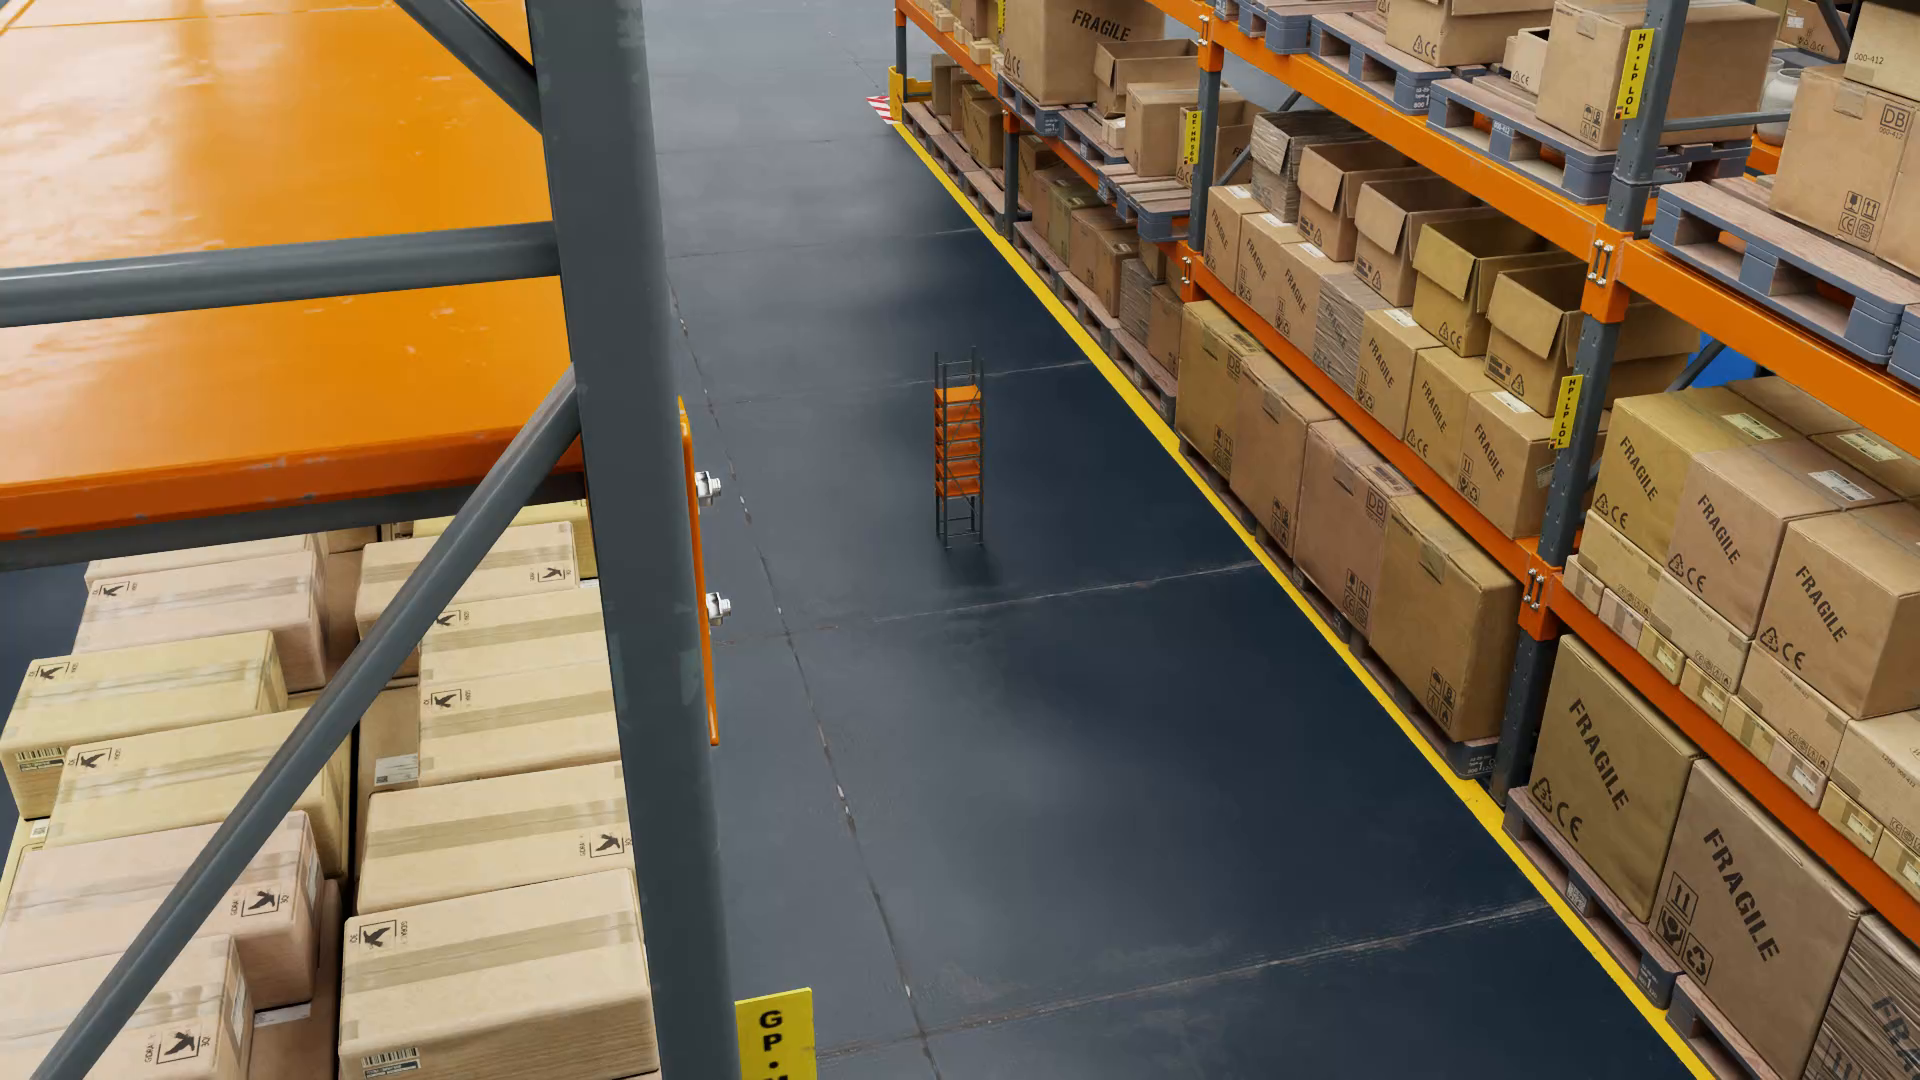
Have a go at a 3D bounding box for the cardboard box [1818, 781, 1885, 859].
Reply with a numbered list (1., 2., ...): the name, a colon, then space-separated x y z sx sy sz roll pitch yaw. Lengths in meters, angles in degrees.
1. cardboard box: 3.178 0.916 5.655 0.380 0.149 0.250 -9 31 -15

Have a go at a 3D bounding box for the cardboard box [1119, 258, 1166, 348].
1. cardboard box: 1.587 -1.760 12.084 0.700 0.500 0.500 -10 32 -17

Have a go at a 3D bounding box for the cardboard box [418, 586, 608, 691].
1. cardboard box: -0.724 0.218 2.869 0.380 0.149 0.250 -7 31 -13

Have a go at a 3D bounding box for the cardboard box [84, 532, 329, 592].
1. cardboard box: -1.423 0.044 3.169 0.380 0.149 0.250 -7 31 -12

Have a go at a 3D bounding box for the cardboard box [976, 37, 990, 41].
1. cardboard box: 0.363 -4.447 14.921 0.380 0.149 0.250 -8 31 -13

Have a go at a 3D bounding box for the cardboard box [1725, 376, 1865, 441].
1. cardboard box: 3.385 -0.334 6.668 0.500 0.500 0.500 -7 31 -12

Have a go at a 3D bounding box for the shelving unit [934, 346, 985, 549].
1. shelving unit: -0.004 -0.526 9.693 0.258 1.200 0.189 -8 31 -13

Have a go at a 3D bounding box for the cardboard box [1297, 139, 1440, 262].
1. cardboard box: 2.292 -1.871 9.119 0.797 0.503 0.637 -7 31 -12

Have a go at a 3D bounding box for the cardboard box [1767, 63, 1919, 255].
1. cardboard box: 3.271 -1.329 5.669 0.700 0.500 0.500 -10 31 -16

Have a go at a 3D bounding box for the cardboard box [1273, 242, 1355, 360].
1. cardboard box: 2.089 -1.341 9.204 0.500 0.500 0.500 -8 31 -14

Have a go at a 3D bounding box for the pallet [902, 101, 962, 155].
1. pallet: 0.022 -4.287 17.178 1.003 0.211 1.213 -8 31 -13

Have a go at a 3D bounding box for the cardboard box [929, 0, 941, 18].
1. cardboard box: -0.088 -5.164 16.160 0.380 0.149 0.250 -8 31 -13

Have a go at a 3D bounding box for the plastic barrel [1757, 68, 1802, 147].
1. plastic barrel: 6.240 -3.240 12.472 0.421 0.512 0.421 0 30 0

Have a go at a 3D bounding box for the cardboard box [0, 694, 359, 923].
1. cardboard box: -1.247 0.525 2.736 0.500 0.250 0.500 -9 31 -15

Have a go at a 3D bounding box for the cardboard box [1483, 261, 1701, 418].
1. cardboard box: 2.828 -0.917 7.470 0.797 0.503 0.637 -9 31 -15

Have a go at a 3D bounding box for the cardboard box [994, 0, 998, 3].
1. cardboard box: 0.497 -4.782 13.853 0.500 0.500 0.500 -8 31 -13

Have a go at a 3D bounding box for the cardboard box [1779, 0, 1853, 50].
1. cardboard box: 9.580 -5.790 18.567 0.500 0.500 0.500 -8 31 -13

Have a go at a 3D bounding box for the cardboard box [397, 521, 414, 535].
1. cardboard box: -0.992 -0.153 3.509 0.380 0.149 0.250 -7 31 -12

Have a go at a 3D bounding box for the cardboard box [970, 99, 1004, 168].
1. cardboard box: 0.414 -3.860 15.731 0.500 0.500 0.500 -11 32 -18

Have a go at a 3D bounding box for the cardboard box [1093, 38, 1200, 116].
1. cardboard box: 1.431 -3.398 12.335 0.797 0.503 0.637 -5 30 -8

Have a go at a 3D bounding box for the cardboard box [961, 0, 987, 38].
1. cardboard box: 0.493 -4.868 15.000 0.875 0.500 0.500 -8 31 -13

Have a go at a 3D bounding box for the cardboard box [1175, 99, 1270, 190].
1. cardboard box: 1.762 -2.545 10.864 0.500 0.500 0.500 -12 32 -19

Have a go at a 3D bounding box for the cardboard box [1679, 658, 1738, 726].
1. cardboard box: 2.975 0.544 6.297 0.380 0.149 0.250 -9 31 -15

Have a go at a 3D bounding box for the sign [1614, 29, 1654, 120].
1. sign: 2.485 -1.714 6.123 0.100 0.325 0.005 -8 31 -13

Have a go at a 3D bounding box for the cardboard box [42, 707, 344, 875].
1. cardboard box: -1.153 0.411 2.536 0.380 0.149 0.250 -9 31 -15

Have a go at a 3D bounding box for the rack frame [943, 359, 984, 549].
1. rack frame: 0.020 -0.482 9.616 0.240 1.200 0.006 -8 31 -13

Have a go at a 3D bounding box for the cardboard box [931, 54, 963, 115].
1. cardboard box: -0.030 -4.724 17.225 0.500 0.500 0.500 -2 30 -4

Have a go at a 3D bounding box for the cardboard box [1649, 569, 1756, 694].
1. cardboard box: 3.005 0.306 6.310 0.500 0.250 0.500 -8 31 -14

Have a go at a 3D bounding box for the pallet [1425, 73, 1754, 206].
1. pallet: 2.714 -1.784 7.266 0.805 0.209 1.217 -9 31 -15

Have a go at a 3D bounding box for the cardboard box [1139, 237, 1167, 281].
1. cardboard box: 1.586 -2.072 11.874 0.500 0.250 0.500 -4 30 -8

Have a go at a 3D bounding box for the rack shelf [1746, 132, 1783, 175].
1. rack shelf: 6.188 -3.377 13.540 1.077 0.370 4.000 -8 31 -13

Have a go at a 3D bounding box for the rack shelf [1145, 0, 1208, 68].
1. rack shelf: 1.413 -4.017 11.651 1.077 0.370 4.000 -8 31 -13

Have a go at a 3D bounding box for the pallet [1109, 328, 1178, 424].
1. pallet: 1.737 -1.235 11.904 1.003 0.211 1.213 -8 31 -13

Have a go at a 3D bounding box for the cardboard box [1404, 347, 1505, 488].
1. cardboard box: 2.493 -0.605 7.932 0.500 0.500 0.500 -7 31 -12

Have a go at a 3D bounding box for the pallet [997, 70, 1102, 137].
1. pallet: 0.944 -3.525 13.268 1.003 0.211 1.213 -8 31 -13

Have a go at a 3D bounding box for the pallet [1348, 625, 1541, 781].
1. pallet: 2.728 0.712 8.540 1.003 0.211 1.213 -8 31 -13

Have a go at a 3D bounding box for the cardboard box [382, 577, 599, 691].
1. cardboard box: -0.870 0.216 3.269 0.500 0.250 0.500 -7 31 -13

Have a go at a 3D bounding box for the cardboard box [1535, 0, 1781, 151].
1. cardboard box: 2.842 -1.934 6.815 0.700 0.500 0.500 -7 31 -12

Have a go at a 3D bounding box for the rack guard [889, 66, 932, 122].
1. rack guard: -0.160 -4.810 17.791 1.175 0.500 0.348 -8 31 -13

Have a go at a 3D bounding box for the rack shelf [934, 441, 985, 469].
1. rack shelf: -0.004 -0.488 9.715 0.258 0.103 0.180 -8 31 -13

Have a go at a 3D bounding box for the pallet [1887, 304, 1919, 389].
1. pallet: 3.532 -0.408 4.785 1.003 0.211 1.213 -8 31 -13

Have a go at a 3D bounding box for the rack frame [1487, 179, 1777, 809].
1. rack frame: 3.005 -0.132 7.215 1.000 3.000 0.127 -8 31 -13

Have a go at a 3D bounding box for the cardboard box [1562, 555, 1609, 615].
1. cardboard box: 2.763 0.163 6.955 0.380 0.149 0.250 -8 31 -13

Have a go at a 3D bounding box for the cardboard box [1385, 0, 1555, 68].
1. cardboard box: 2.506 -2.605 7.971 0.797 0.503 0.637 -8 31 -14

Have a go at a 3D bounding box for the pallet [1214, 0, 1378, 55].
1. pallet: 2.166 -2.977 9.324 1.213 0.211 1.003 -6 31 -11

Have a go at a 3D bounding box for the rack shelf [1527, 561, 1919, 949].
1. rack shelf: 3.536 1.145 5.727 1.077 0.370 4.000 -8 31 -13

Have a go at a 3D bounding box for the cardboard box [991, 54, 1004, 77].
1. cardboard box: 0.484 -4.074 14.276 0.380 0.149 0.250 -8 31 -13

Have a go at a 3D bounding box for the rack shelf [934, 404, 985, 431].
1. rack shelf: -0.004 -0.696 9.595 0.258 0.103 0.180 -8 31 -13

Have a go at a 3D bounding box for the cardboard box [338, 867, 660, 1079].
1. cardboard box: -0.608 0.601 2.206 0.380 0.149 0.250 -8 31 -14

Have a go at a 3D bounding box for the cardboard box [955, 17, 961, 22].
1. cardboard box: 0.165 -4.810 15.547 0.380 0.149 0.250 -8 31 -13

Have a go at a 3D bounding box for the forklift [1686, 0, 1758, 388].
1. forklift: 4.118 -2.370 11.149 1.130 2.935 3.031 -8 31 -14

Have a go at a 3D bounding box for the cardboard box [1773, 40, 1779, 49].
1. cardboard box: 9.436 -5.706 19.170 0.500 0.250 0.500 -8 31 -13

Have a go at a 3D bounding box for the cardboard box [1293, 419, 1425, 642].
1. cardboard box: 2.578 -0.132 8.917 1.225 0.875 0.875 -9 31 -15

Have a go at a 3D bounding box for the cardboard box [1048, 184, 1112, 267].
1. cardboard box: 1.132 -2.572 13.487 0.700 0.500 0.500 -8 31 -14

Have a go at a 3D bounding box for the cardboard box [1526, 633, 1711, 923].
1. cardboard box: 3.103 0.935 7.073 0.875 0.875 0.875 -8 31 -13

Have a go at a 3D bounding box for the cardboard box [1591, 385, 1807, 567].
1. cardboard box: 2.886 -0.255 6.532 0.500 0.500 0.500 -8 31 -13
